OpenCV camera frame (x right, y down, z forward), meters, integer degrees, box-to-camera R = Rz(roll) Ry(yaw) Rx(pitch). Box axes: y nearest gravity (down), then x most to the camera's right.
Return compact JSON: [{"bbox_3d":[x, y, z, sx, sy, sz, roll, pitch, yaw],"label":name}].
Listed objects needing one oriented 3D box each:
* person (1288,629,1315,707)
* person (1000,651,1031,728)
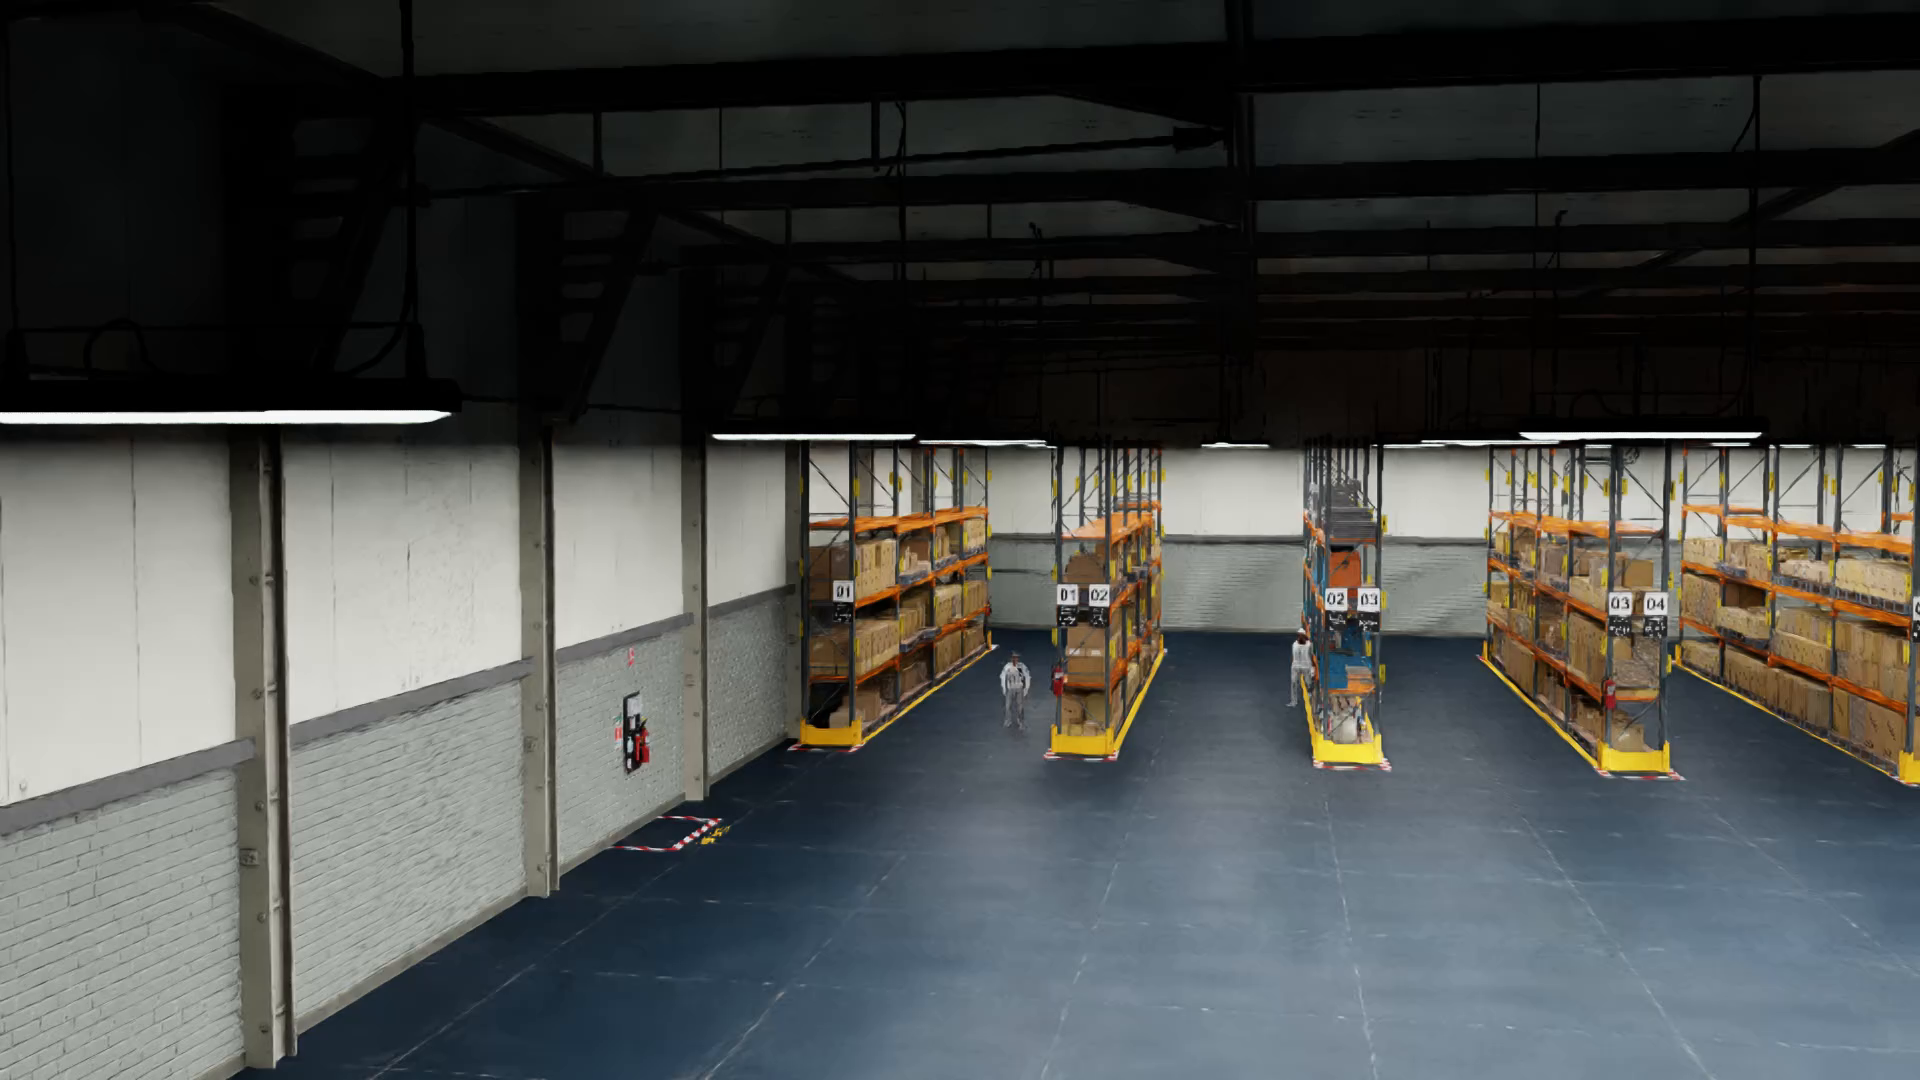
[{"bbox_3d":[7.655,2.846,37.145,0.591,1.744,0.932,1,3,26],"label":"person"},{"bbox_3d":[1.137,3.067,34.195,0.639,1.628,0.512,1,3,9],"label":"person"}]
